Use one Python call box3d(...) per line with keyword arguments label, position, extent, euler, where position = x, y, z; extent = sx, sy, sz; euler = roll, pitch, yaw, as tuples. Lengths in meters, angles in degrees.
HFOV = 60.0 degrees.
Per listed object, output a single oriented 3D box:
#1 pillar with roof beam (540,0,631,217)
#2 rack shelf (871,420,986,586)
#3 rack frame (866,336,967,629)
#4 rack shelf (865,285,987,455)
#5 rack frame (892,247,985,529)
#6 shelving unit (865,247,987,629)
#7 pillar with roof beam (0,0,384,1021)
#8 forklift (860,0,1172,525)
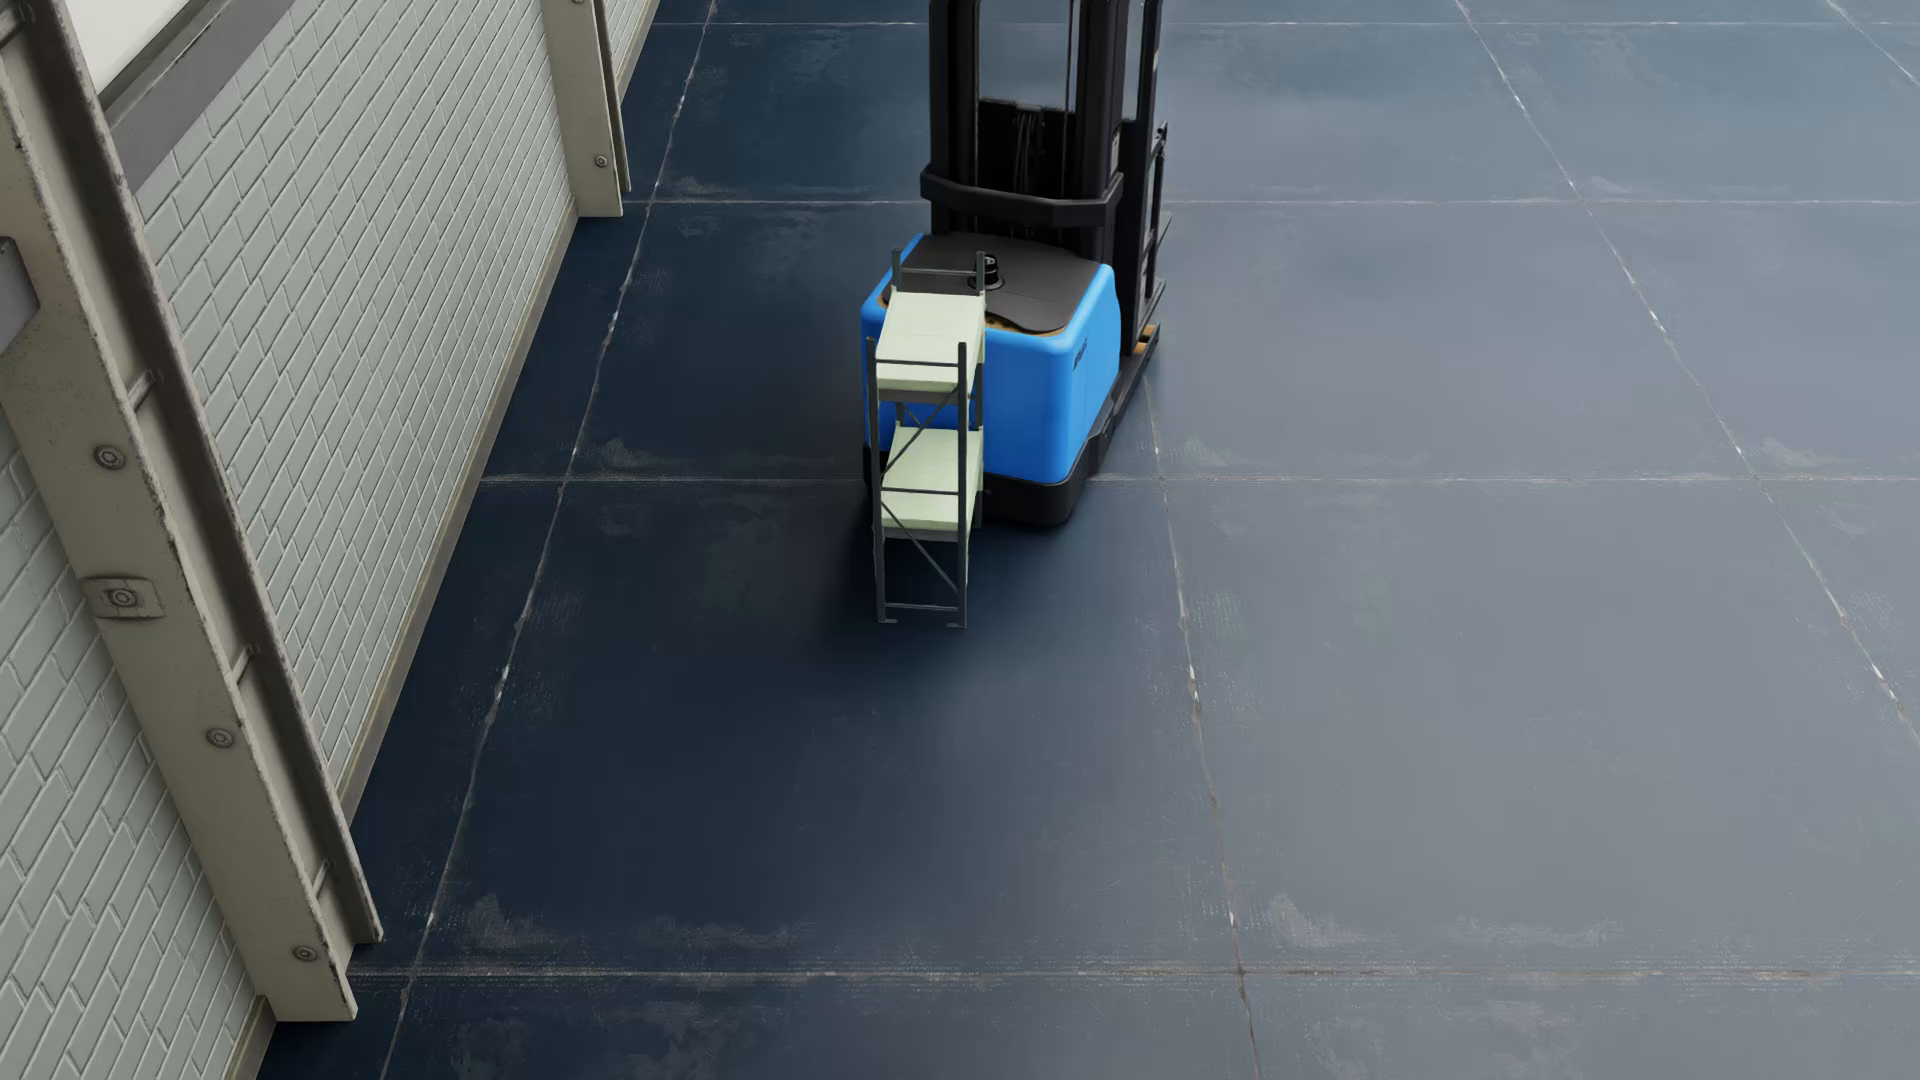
box3d(label="pillar with roof beam", position=(2.002, -5.692, 7.902), extent=(9.100, 9.000, 0.400), euler=(0, 39, 0))
box3d(label="rack shelf", position=(-0.133, -0.177, 7.538), extent=(0.431, 0.370, 0.720), euler=(4, 39, 5))
box3d(label="rack frame", position=(-0.173, -0.204, 7.050), extent=(0.400, 1.500, 0.023), euler=(4, 39, 5))
box3d(label="rack shelf", position=(-0.133, -0.736, 7.090), extent=(0.431, 0.370, 0.720), euler=(4, 39, 5))
box3d(label="rack frame", position=(-0.094, -0.659, 7.618), extent=(0.400, 1.500, 0.023), euler=(4, 39, 5))
box3d(label="shelving unit", position=(-0.133, -0.431, 7.334), extent=(0.431, 1.500, 0.755), euler=(4, 39, 5))
box3d(label="pillar with roof beam", position=(2.009, -1.940, 3.220), extent=(9.100, 9.000, 0.400), euler=(0, 39, 0))
box3d(label="forklift", position=(0.480, -2.140, 8.323), extent=(1.130, 2.935, 3.031), euler=(12, 40, 15))
